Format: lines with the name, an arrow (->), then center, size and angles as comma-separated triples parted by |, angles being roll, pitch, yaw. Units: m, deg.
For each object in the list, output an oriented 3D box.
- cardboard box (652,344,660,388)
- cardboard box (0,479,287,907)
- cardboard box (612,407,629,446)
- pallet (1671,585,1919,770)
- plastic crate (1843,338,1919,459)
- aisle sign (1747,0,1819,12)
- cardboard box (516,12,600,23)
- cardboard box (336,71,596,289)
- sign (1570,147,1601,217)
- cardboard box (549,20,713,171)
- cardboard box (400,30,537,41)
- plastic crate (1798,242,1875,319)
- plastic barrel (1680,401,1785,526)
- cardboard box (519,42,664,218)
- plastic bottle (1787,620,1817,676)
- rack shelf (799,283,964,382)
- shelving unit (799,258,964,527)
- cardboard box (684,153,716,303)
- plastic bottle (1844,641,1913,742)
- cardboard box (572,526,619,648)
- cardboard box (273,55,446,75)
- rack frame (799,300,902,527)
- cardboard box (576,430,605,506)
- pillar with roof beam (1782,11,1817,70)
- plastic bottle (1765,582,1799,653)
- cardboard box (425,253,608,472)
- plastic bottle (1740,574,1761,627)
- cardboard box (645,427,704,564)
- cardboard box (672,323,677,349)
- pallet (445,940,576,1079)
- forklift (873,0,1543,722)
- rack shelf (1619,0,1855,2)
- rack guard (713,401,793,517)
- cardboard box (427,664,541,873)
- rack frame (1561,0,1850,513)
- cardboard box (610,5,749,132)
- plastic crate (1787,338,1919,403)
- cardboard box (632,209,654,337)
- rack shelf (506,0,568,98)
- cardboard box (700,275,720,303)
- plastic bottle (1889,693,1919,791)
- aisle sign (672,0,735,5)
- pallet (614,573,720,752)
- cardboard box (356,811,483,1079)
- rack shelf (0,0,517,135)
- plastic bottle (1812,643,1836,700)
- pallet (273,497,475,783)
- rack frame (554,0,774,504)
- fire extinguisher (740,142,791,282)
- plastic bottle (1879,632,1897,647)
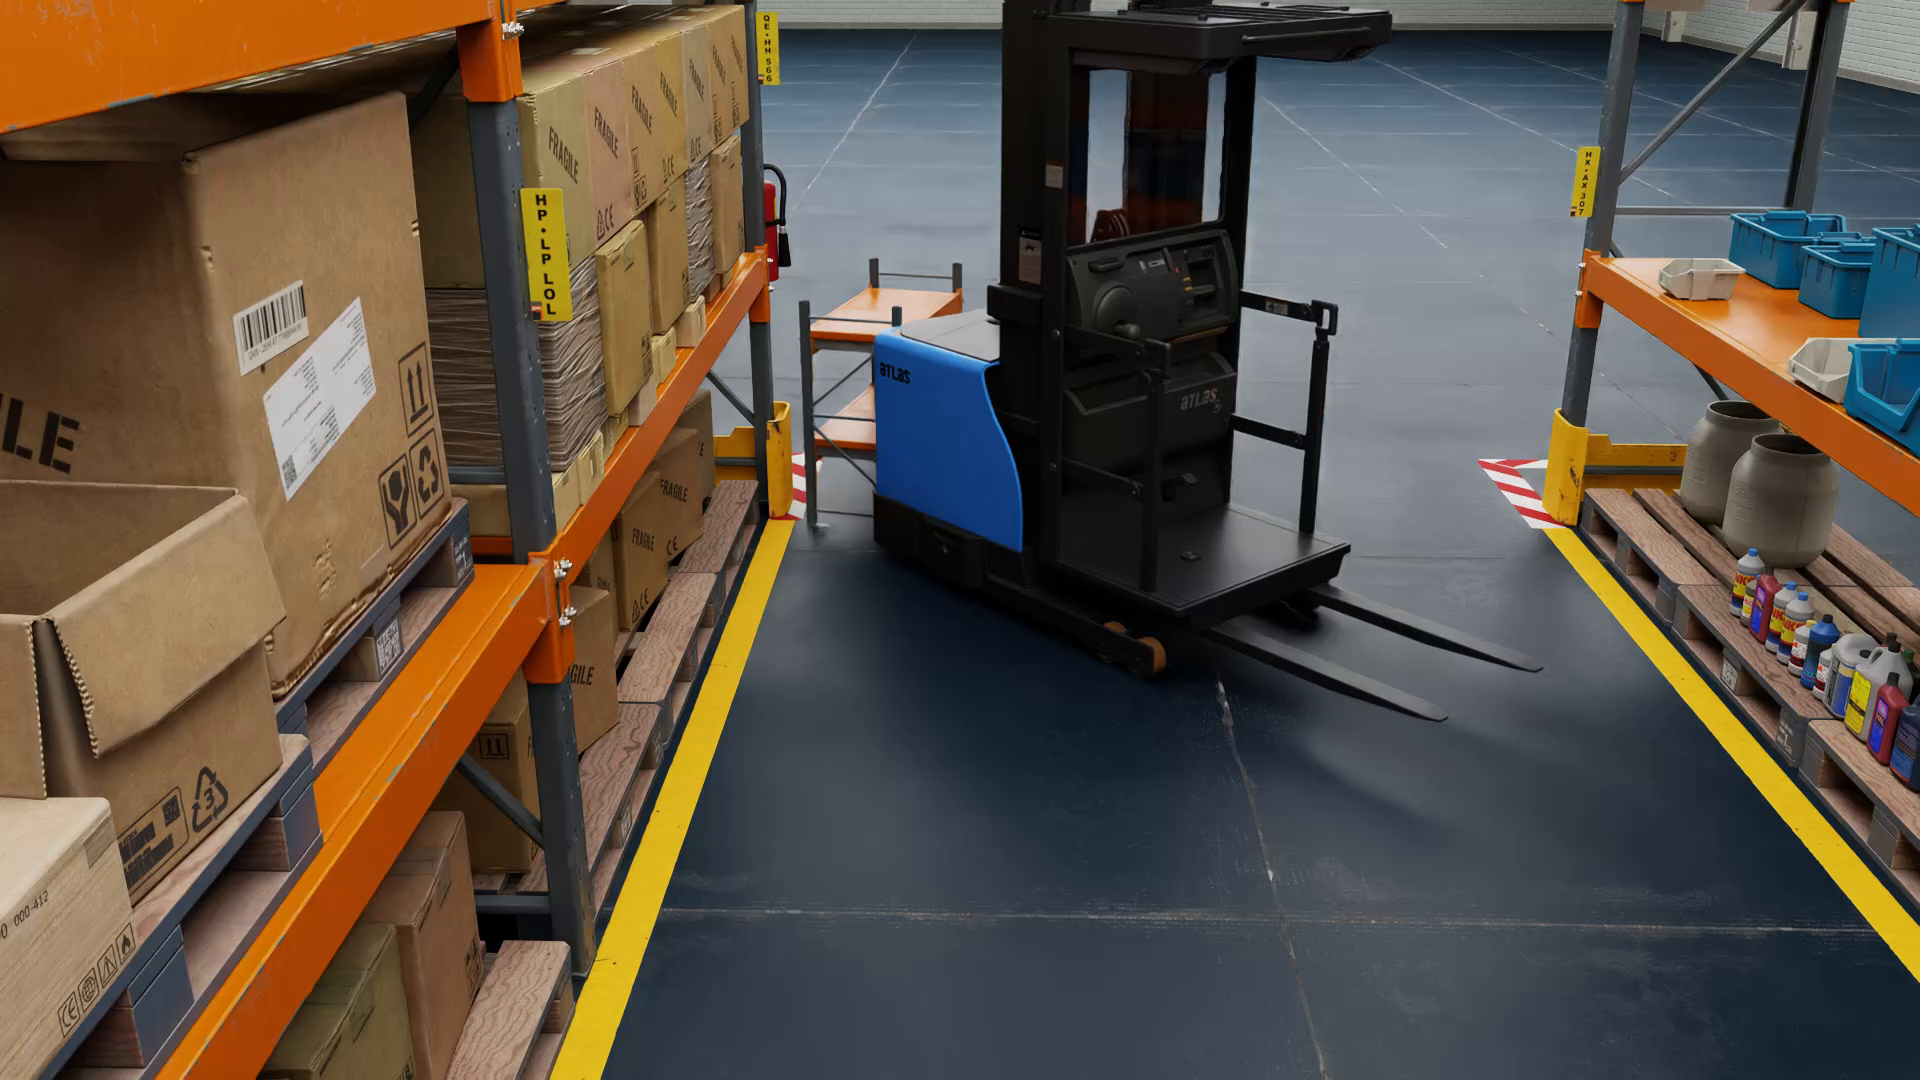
cardboard box -> -1.247, -0.572, 5.704 | 0.380, 0.149, 0.250 | 1, 21, 2
cardboard box -> -1.528, 0.221, 2.588 | 0.797, 0.503, 0.637 | 3, 21, 7
cardboard box -> -1.262, -0.391, 5.238 | 0.380, 0.149, 0.250 | 1, 21, 2
pallet -> 3.479, 0.507, 6.429 | 1.003, 0.211, 1.213 | 1, 21, 2
plastic crate -> 3.145, -0.442, 5.226 | 0.499, 0.251, 0.616 | 1, 21, 2
aisle sign -> 3.804, -2.789, 7.476 | 0.394, 0.787, 0.004 | 1, 21, 2
cardboard box -> -1.758, -1.884, 6.805 | 0.500, 0.500, 0.500 | 1, 21, 2
cardboard box -> -1.300, -0.974, 4.460 | 0.500, 0.500, 0.500 | 1, 21, 2
sign -> 2.955, -1.691, 7.857 | 0.100, 0.325, 0.005 | 1, 21, 2
cardboard box -> -1.243, -1.697, 6.324 | 0.500, 0.500, 0.500 | 1, 21, 2
cardboard box -> -1.780, -1.522, 5.873 | 0.500, 0.500, 0.500 | 1, 21, 2
plastic crate -> 3.763, -1.066, 6.835 | 0.499, 0.251, 0.408 | 1, 21, 2
plastic barrel -> 3.561, -0.351, 7.647 | 0.421, 0.512, 0.421 | 0, 21, 0
cardboard box -> -1.271, -1.335, 5.392 | 0.500, 0.500, 0.500 | 1, 21, 2
plastic bottle -> 3.121, 0.393, 6.129 | 0.097, 0.201, 0.097 | 0, 21, 0
rack shelf -> -0.372, -1.028, 8.312 | 0.538, 0.278, 1.000 | 6, 22, 15
shelving unit -> -0.371, -0.755, 8.417 | 0.538, 1.125, 1.048 | 6, 22, 15
cardboard box -> -1.444, -1.233, 6.511 | 0.875, 0.500, 0.500 | 1, 21, 2
plastic bottle -> 3.130, 0.500, 5.648 | 0.144, 0.351, 0.185 | 1, 21, 1
cardboard box -> -1.566, 0.230, 6.163 | 0.500, 0.500, 0.500 | -1, 21, -3
cardboard box -> -1.815, -1.160, 4.941 | 0.500, 0.500, 0.500 | 1, 21, 2
rack frame -> -0.512, -0.578, 7.962 | 0.500, 1.125, 0.032 | 6, 22, 15
cardboard box -> -1.240, -0.210, 4.771 | 0.380, 0.149, 0.250 | 1, 21, 2
pillar with roof beam -> 10.677, -12.704, 28.331 | 9.100, 9.000, 0.400 | 1, 21, 2
plastic bottle -> 3.127, 0.289, 6.302 | 0.097, 0.271, 0.097 | 0, 21, 0
cardboard box -> -1.492, -0.510, 4.647 | 0.875, 0.500, 0.500 | 1, 21, 2
plastic bottle -> 3.135, 0.235, 6.537 | 0.097, 0.201, 0.097 | 0, 21, 0
cardboard box -> -1.466, -0.197, 7.265 | 0.500, 0.500, 0.500 | 6, 22, 16
cardboard box -> -1.266, -0.753, 6.171 | 0.380, 0.149, 0.250 | 1, 21, 2
pallet -> -1.590, 1.419, 4.080 | 1.003, 0.211, 1.213 | 1, 21, 2
forklift -> 0.935, -1.021, 6.609 | 1.130, 2.935, 3.031 | -17, 27, -37
rack shelf -> 3.444, -1.894, 5.612 | 1.077, 0.370, 4.000 | 1, 21, 2
rack guard -> -1.448, -0.416, 8.410 | 1.175, 0.500, 0.348 | 1, 21, 2
cardboard box -> -1.516, 0.663, 5.049 | 0.500, 0.500, 0.500 | 0, 21, 0
rack frame -> 3.504, -1.554, 7.888 | 1.000, 3.000, 0.127 | 1, 21, 2
cardboard box -> -1.216, -2.059, 7.256 | 0.500, 0.500, 0.500 | 1, 21, 2
plastic crate -> 3.179, -0.575, 5.729 | 0.530, 0.136, 0.437 | 1, 21, 2
cardboard box -> -1.527, -0.872, 5.580 | 0.875, 0.500, 0.500 | 1, 21, 2
rack shelf -> -1.507, -1.949, 5.752 | 1.077, 0.370, 4.000 | 1, 21, 2
cardboard box -> -1.236, -1.115, 7.102 | 0.380, 0.149, 0.250 | 1, 21, 2
plastic bottle -> 3.120, 0.616, 5.347 | 0.144, 0.351, 0.185 | 0, 21, -1
aisle sign -> -1.144, -2.840, 7.607 | 0.394, 0.787, 0.004 | 1, 21, 2
pallet -> -1.548, 0.452, 6.572 | 1.003, 0.211, 1.213 | 1, 21, 2
cardboard box -> -1.608, 1.020, 4.102 | 0.700, 0.500, 0.500 | -1, 21, -3
rack shelf -> -1.629, -0.502, 2.025 | 1.077, 0.370, 4.000 | 1, 21, 2
plastic bottle -> 3.115, 0.468, 5.937 | 0.097, 0.201, 0.097 | 0, 21, 0
pallet -> -1.737, 0.202, 3.628 | 1.003, 0.211, 1.213 | 1, 21, 2
rack frame -> -1.446, -1.609, 8.028 | 1.000, 3.000, 0.127 | 1, 21, 2
fire extinguisher -> -0.982, -1.609, 8.136 | 0.296, 0.674, 0.183 | 1, 21, 2
plastic bottle -> 3.245, 0.473, 5.809 | 0.061, 0.283, 0.133 | 1, 21, 2
